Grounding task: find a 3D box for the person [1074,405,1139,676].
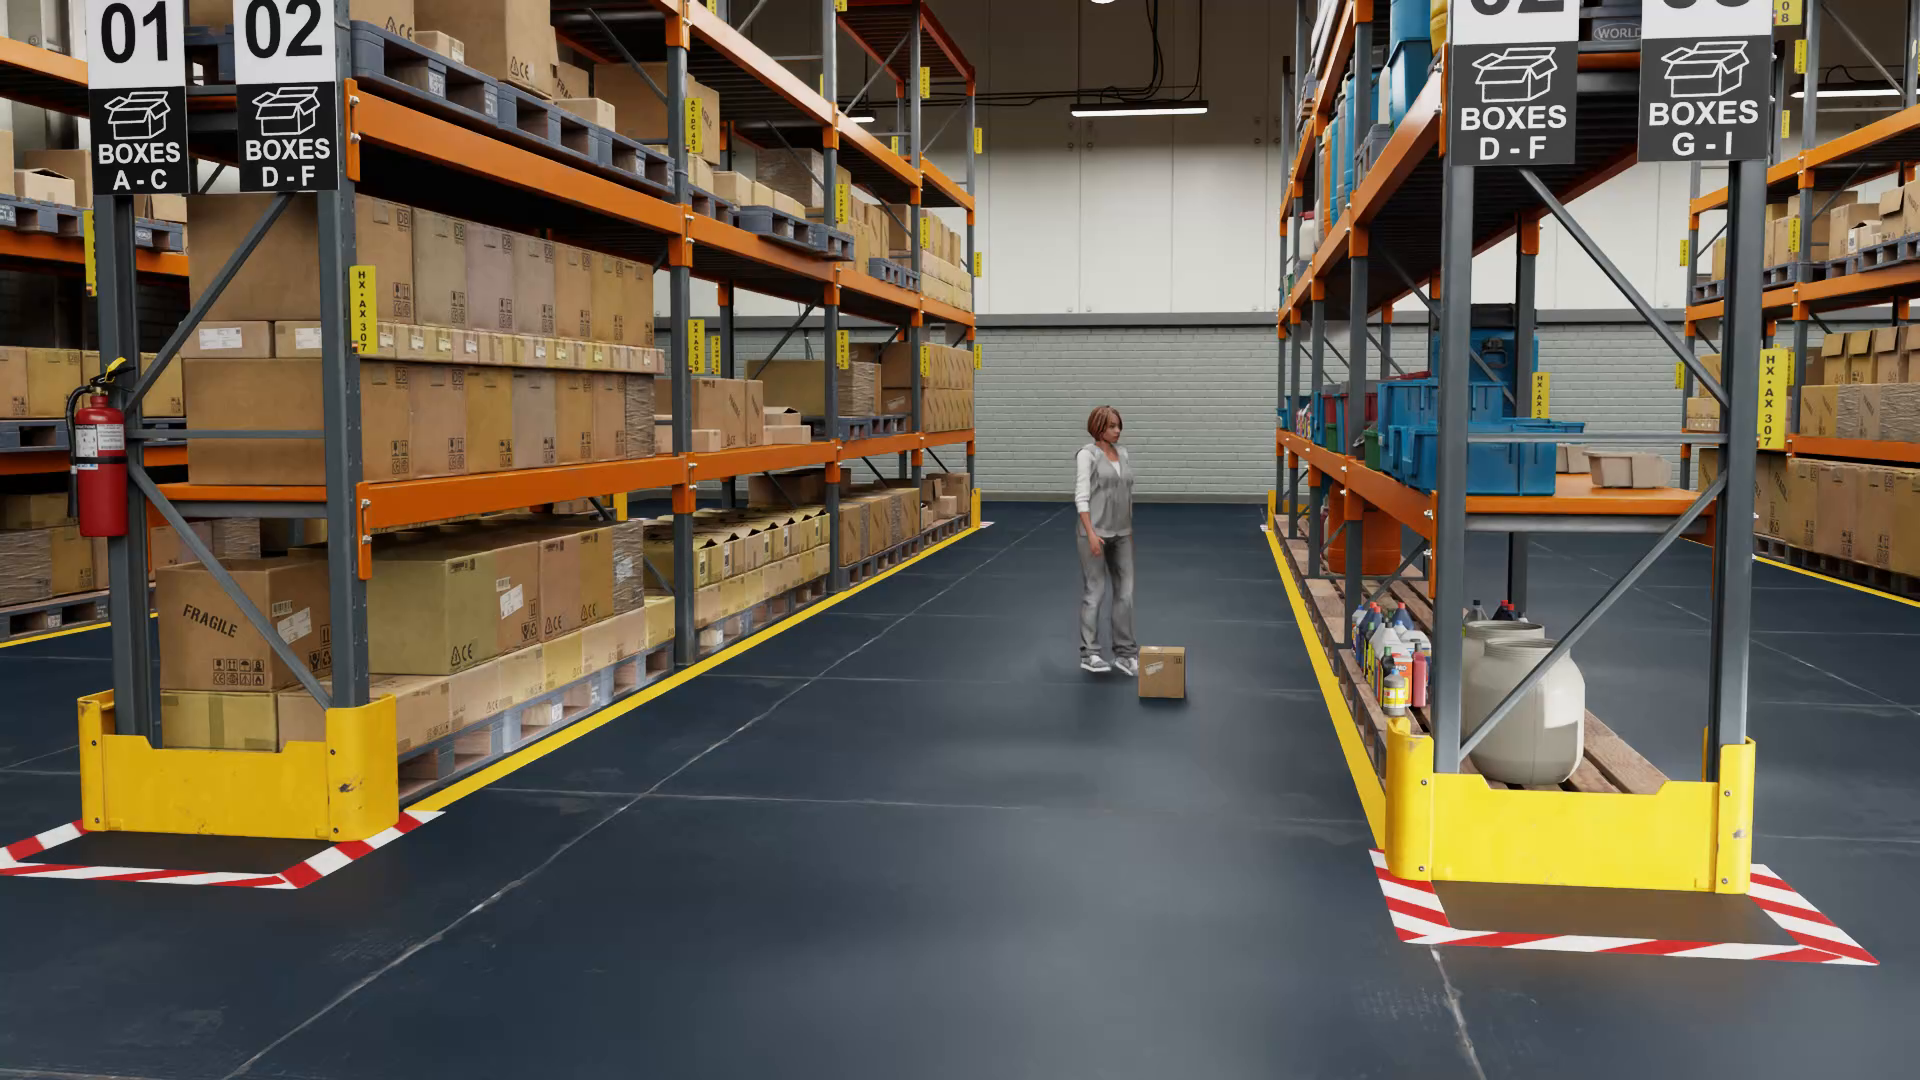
[{"bbox_3d":[0.899,0.017,9.963,0.457,1.643,0.411,-3,6,-33],"label":"person"}]
